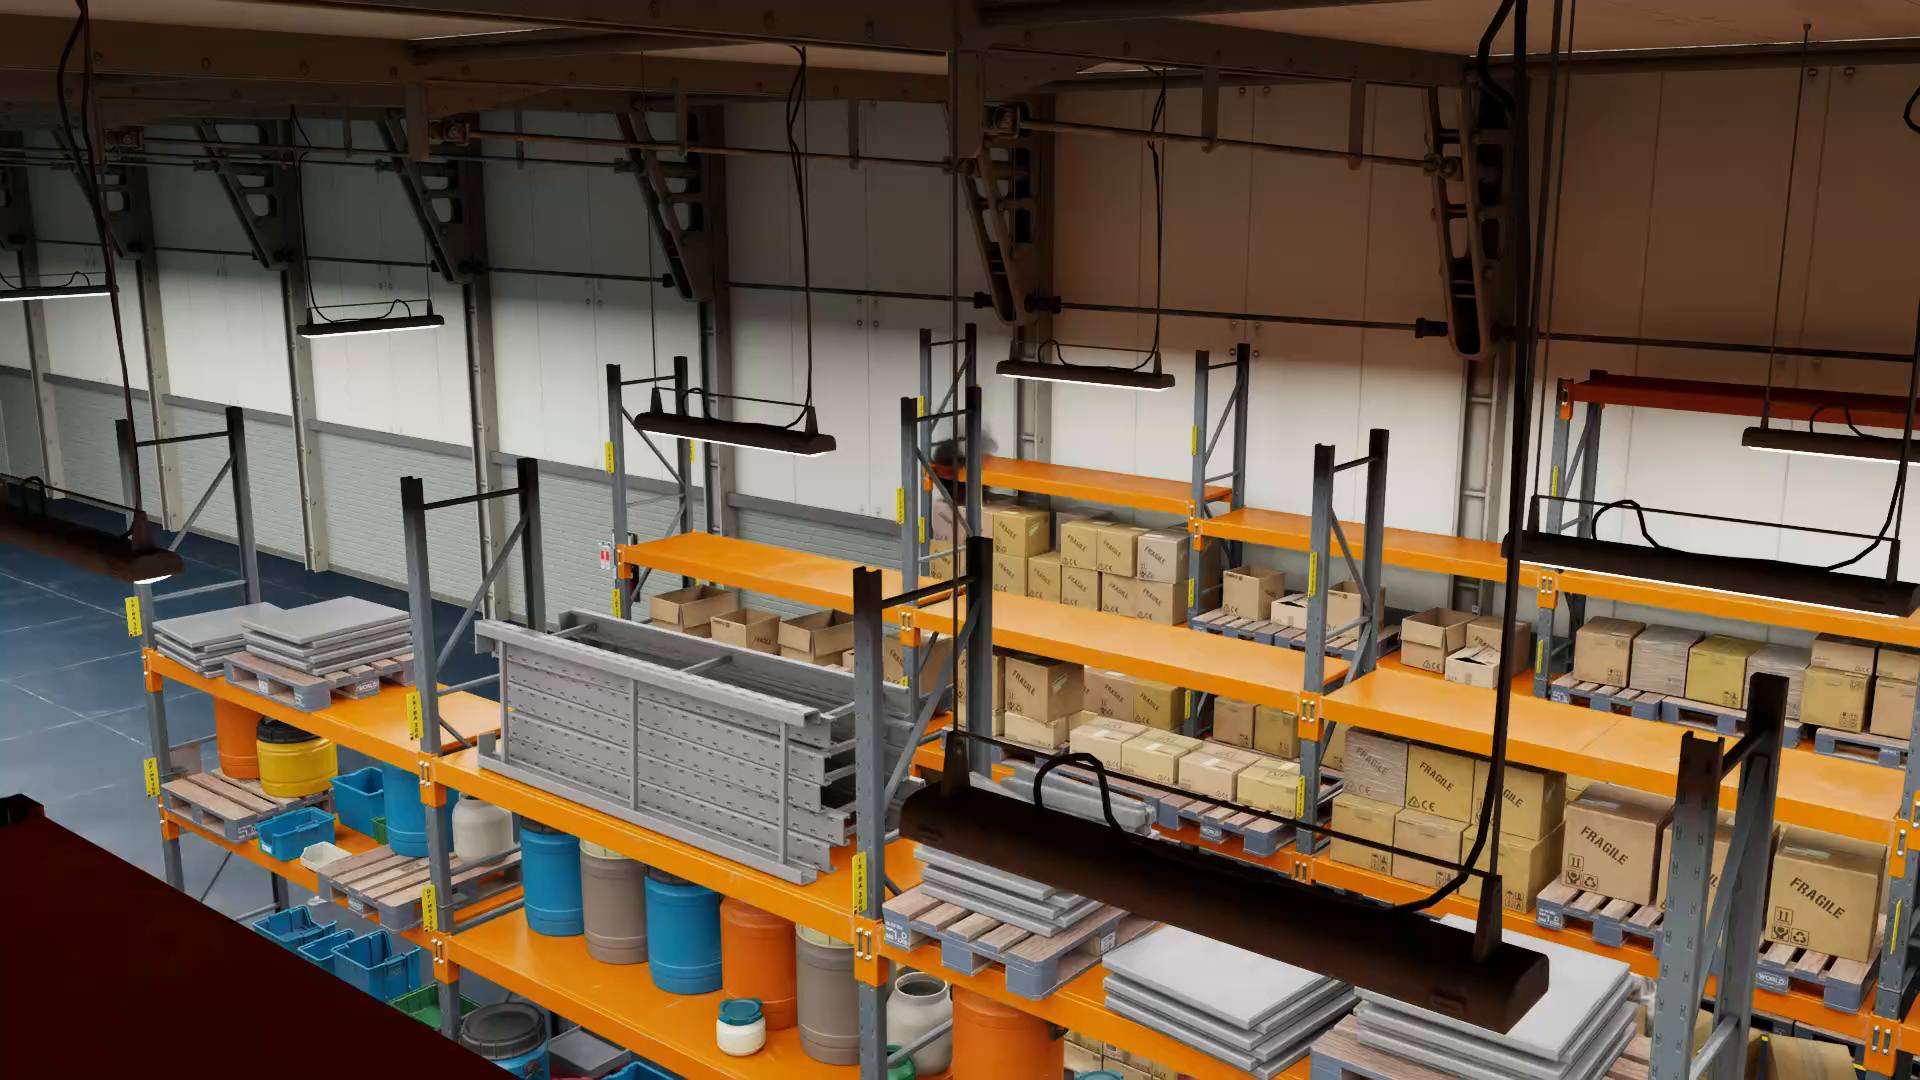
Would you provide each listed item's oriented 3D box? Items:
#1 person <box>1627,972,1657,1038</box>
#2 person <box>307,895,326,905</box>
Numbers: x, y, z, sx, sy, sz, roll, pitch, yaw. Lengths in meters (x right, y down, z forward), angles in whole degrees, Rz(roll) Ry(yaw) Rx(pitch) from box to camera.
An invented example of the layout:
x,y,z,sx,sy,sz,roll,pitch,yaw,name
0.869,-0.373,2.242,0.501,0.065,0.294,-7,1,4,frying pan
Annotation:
x,y,z,sx,sy,sz,roll,pitch,yaw,name
5.859,4.098,14.363,0.822,1.723,0.570,6,14,25,person
-7.195,3.275,18.231,0.531,1.562,0.528,-4,13,-19,person
